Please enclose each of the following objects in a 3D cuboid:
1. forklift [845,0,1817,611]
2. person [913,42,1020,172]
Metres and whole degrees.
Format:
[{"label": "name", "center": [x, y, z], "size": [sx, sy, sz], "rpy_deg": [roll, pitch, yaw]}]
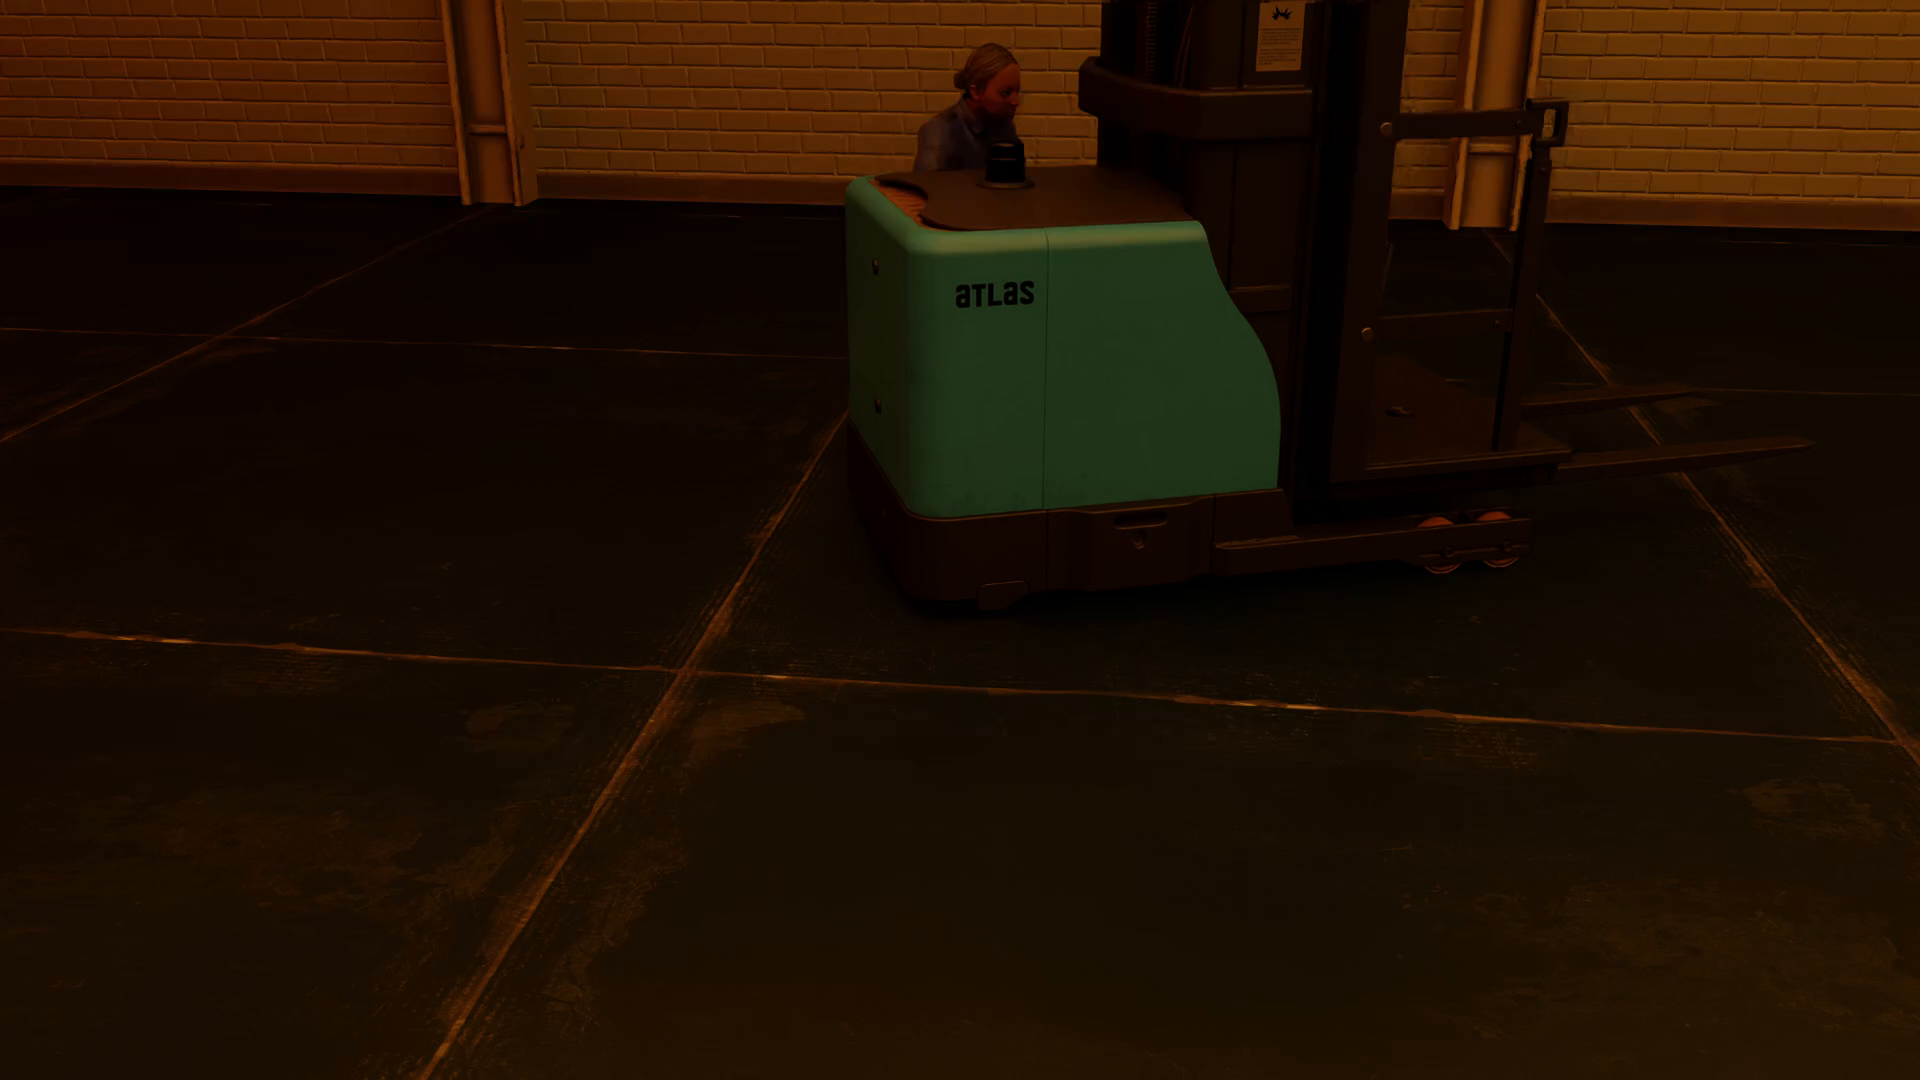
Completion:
[{"label": "forklift", "center": [1.211, -1.444, 4.839], "size": [3.031, 2.935, 1.130], "rpy_deg": [-5, 23, -13]}, {"label": "person", "center": [0.198, -0.886, 5.508], "size": [0.801, 1.450, 0.720], "rpy_deg": [14, 26, 32]}]
